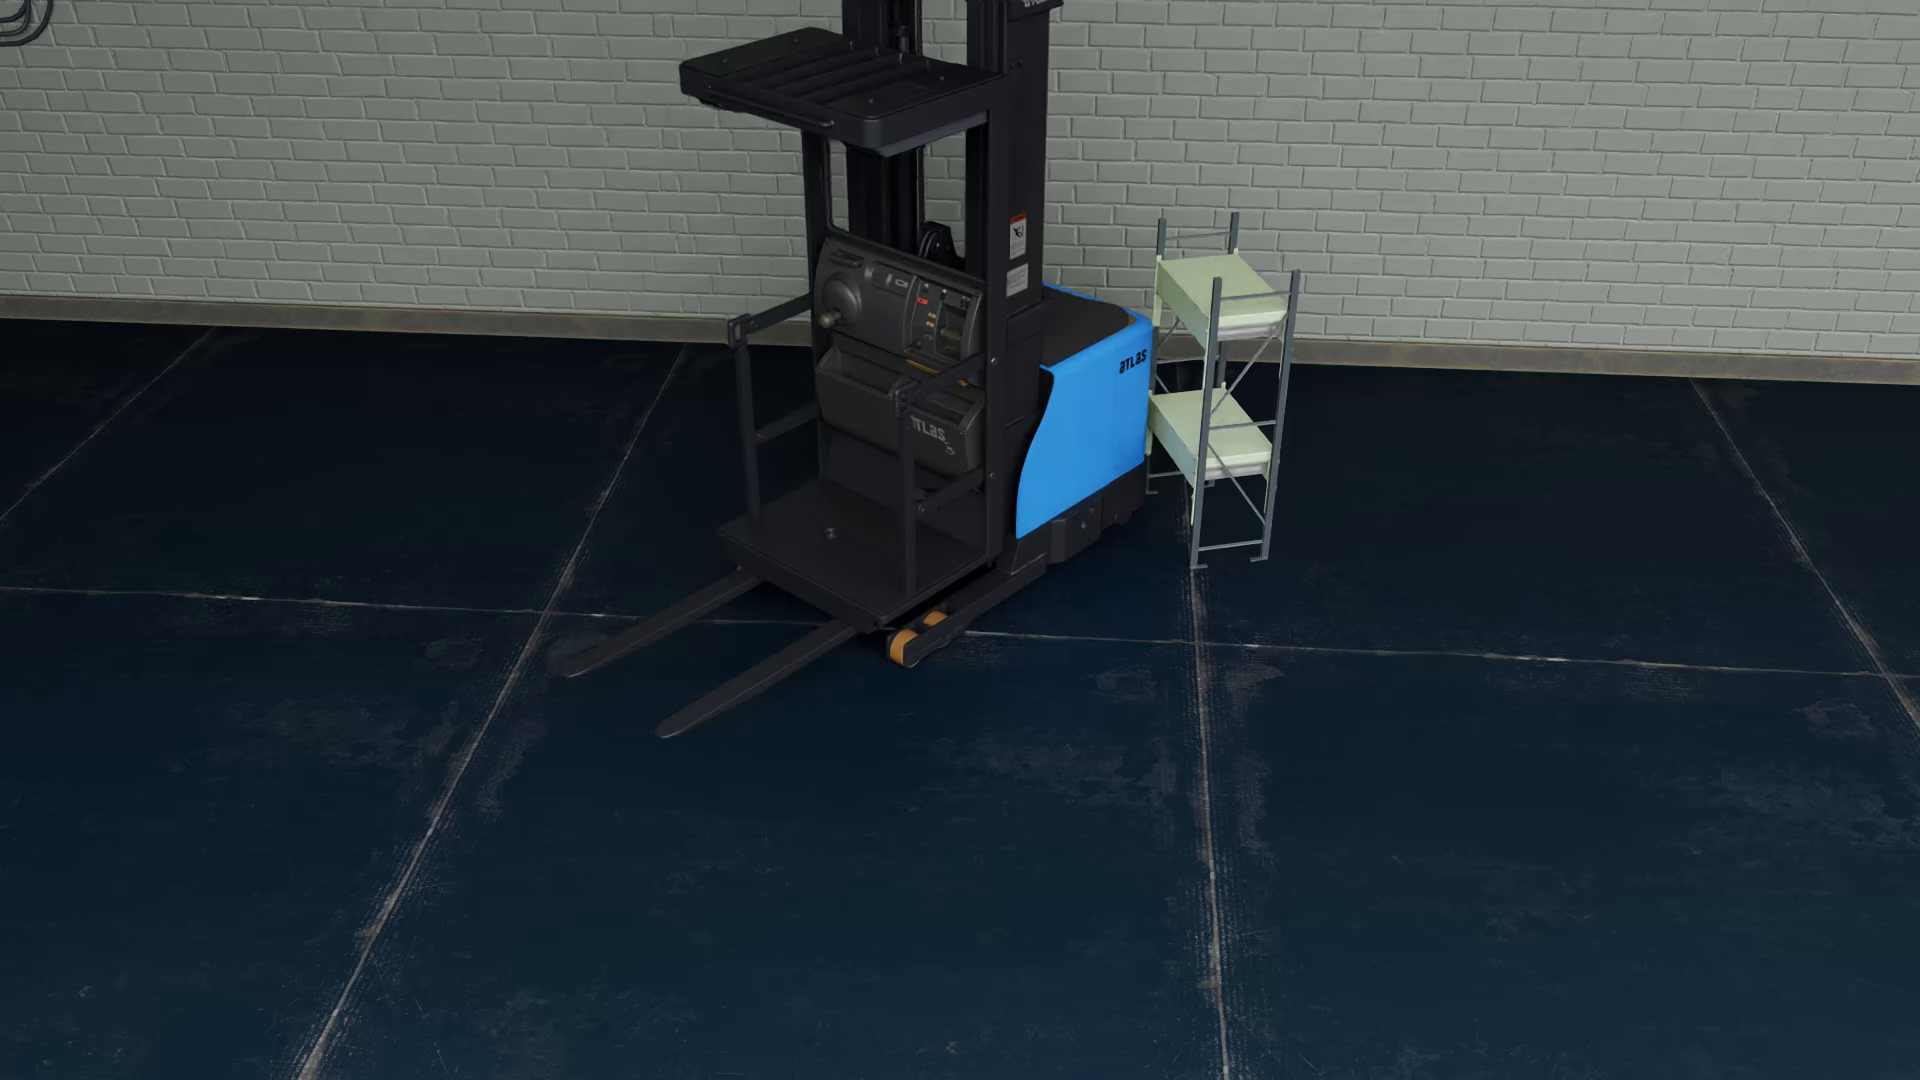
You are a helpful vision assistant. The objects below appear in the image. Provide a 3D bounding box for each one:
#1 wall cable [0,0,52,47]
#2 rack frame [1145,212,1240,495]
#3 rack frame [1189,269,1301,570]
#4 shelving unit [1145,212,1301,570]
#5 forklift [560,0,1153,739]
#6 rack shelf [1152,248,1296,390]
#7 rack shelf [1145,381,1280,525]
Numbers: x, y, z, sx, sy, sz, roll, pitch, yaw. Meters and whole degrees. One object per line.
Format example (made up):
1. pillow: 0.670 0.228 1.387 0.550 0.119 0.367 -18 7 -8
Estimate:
1. wall cable: -6.660 -3.926 9.003 3.097 2.526 0.112 2 32 4
2. rack frame: 1.135 -0.899 8.280 0.400 1.500 0.023 -7 32 -11
3. rack frame: 1.302 -0.525 7.673 0.400 1.500 0.023 -7 32 -11
4. shelving unit: 1.218 -0.712 7.976 0.431 1.500 0.755 -7 32 -11
5. forklift: -0.415 -0.986 7.057 1.130 2.935 3.031 25 39 34
6. rack shelf: 1.218 -1.045 7.772 0.431 0.370 0.720 -7 32 -11
7. rack shelf: 1.218 -0.435 8.147 0.431 0.370 0.720 -7 32 -11
